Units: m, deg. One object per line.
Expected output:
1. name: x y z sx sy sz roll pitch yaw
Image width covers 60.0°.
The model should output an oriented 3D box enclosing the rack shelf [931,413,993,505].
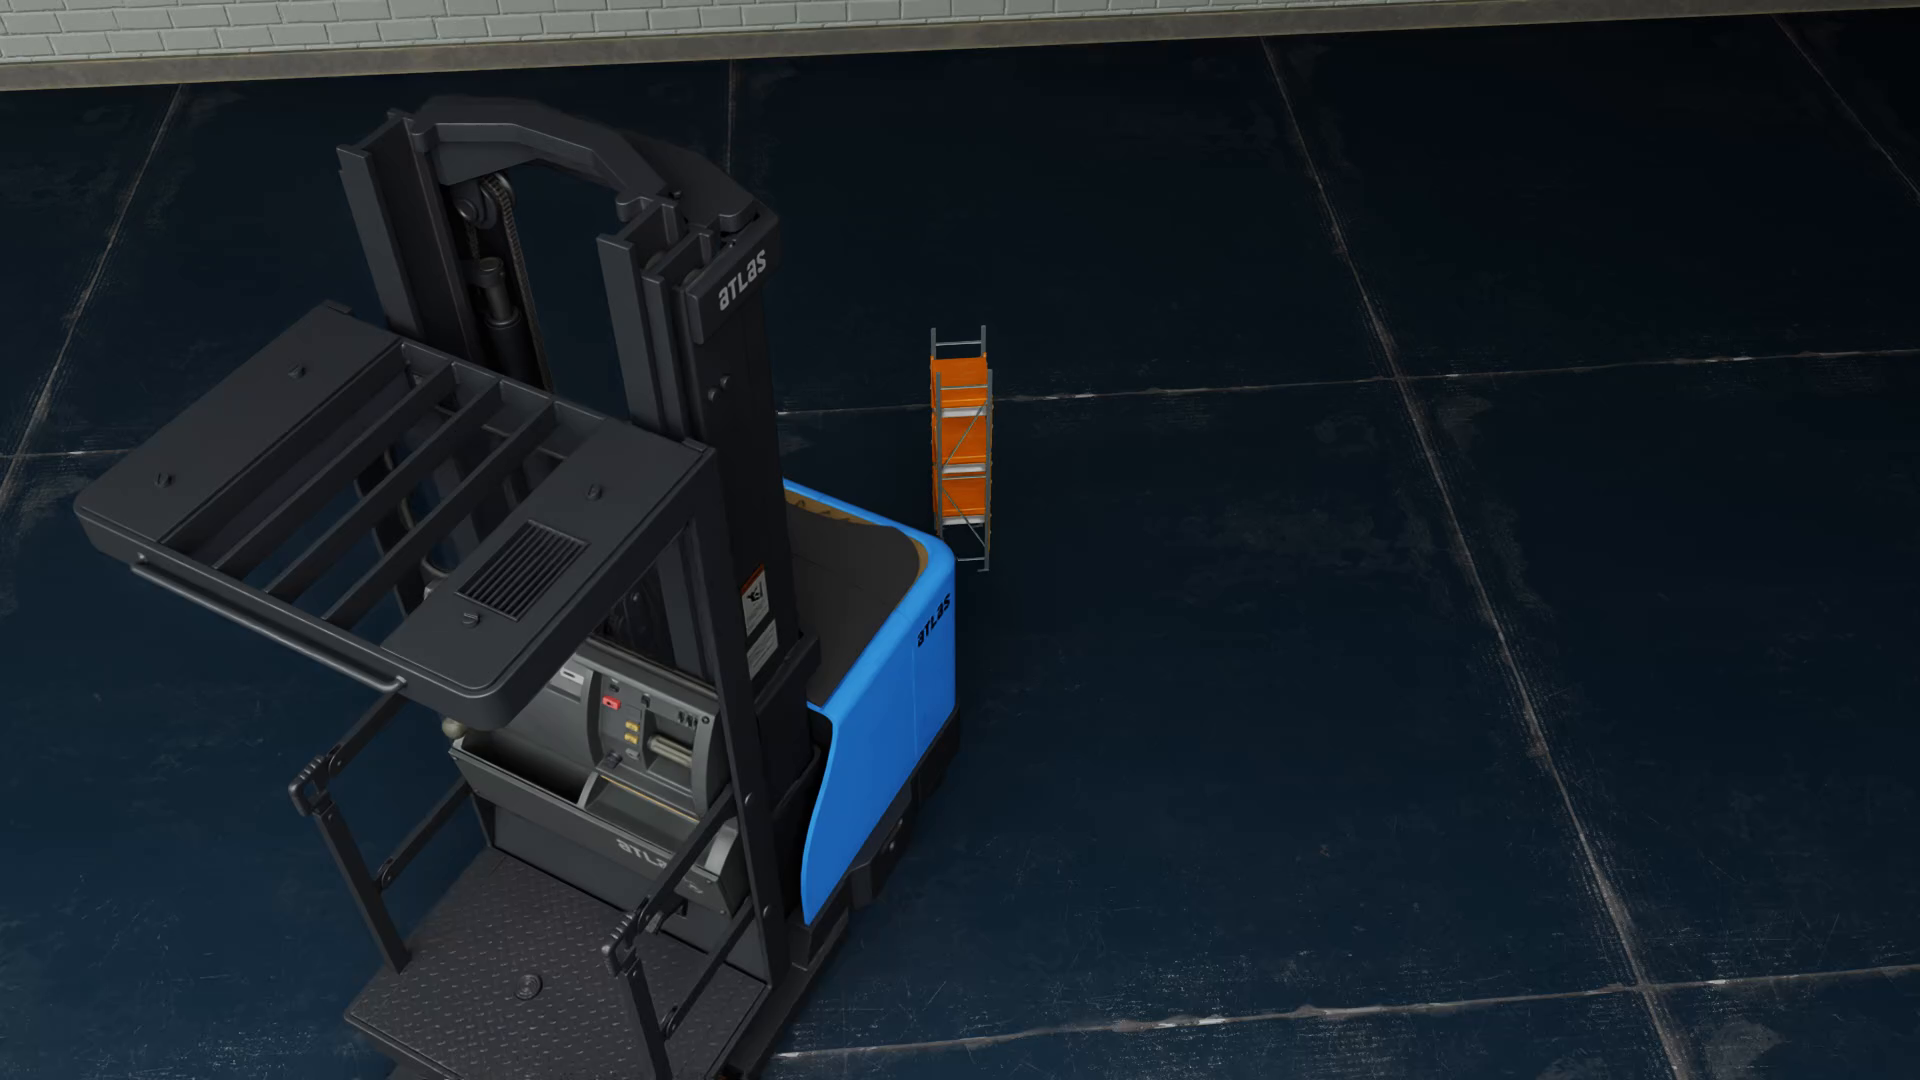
1. rack shelf: 0.004 -0.315 6.340 0.215 0.259 0.240 -3 47 -3

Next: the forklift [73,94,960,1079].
1. forklift: -1.135 0.525 4.234 1.130 2.935 3.031 21 50 19

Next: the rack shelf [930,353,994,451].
1. rack shelf: 0.004 -0.510 6.134 0.215 0.259 0.240 -3 47 -3

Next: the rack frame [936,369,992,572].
1. rack frame: 0.015 -0.234 6.249 0.200 1.050 0.008 -3 47 -3

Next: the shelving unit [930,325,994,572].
1. shelving unit: 0.004 -0.322 6.332 0.215 1.050 0.252 -3 47 -3

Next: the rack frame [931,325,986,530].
1. rack frame: -0.006 -0.411 6.416 0.200 1.050 0.008 -3 47 -3

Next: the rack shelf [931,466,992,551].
1. rack shelf: 0.004 -0.124 6.542 0.215 0.259 0.240 -3 47 -3
